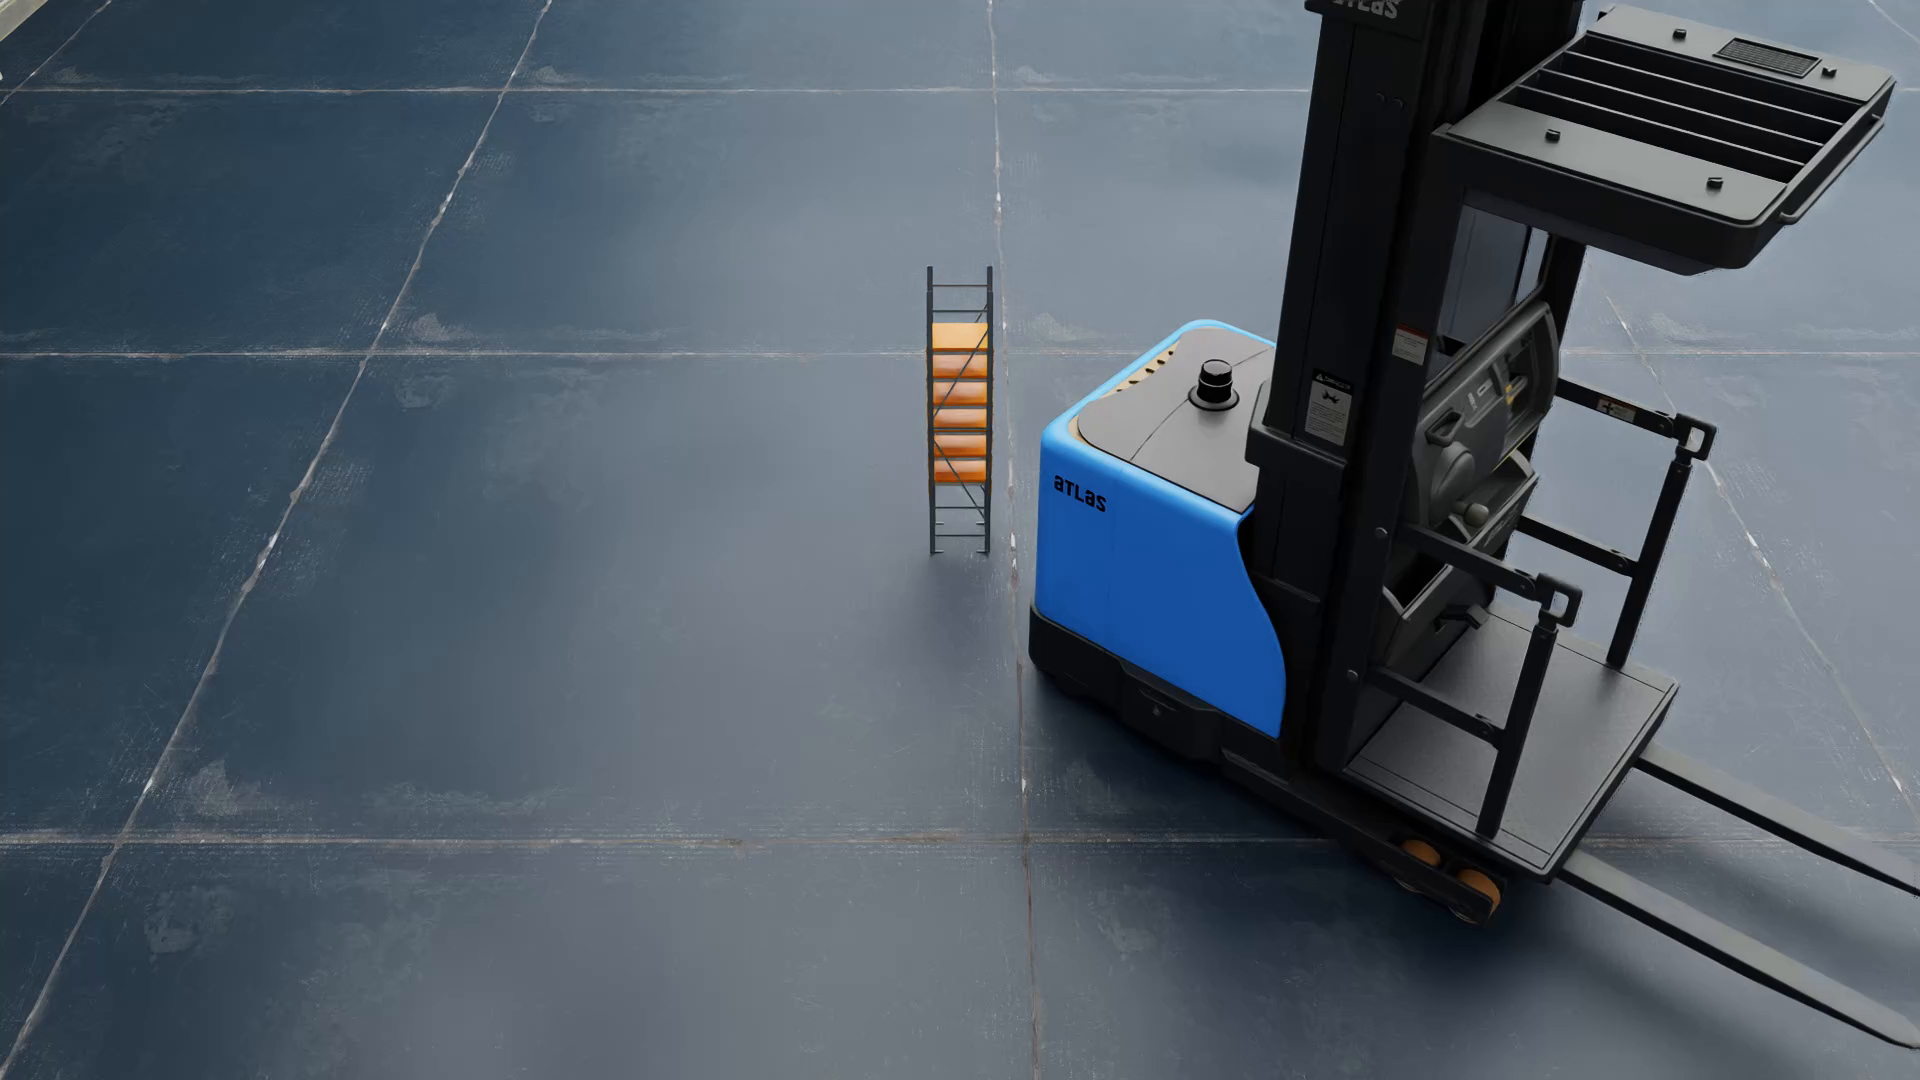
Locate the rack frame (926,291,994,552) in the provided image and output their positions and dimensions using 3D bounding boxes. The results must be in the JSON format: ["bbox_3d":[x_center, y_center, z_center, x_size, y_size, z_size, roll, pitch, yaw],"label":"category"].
[{"bbox_3d":[0.000,-0.420,6.315,0.240,1.200,0.006,0,39,0],"label":"rack frame"}]

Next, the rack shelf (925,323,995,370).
[{"bbox_3d":[0.000,-0.724,6.189,0.258,0.103,0.180,0,39,0],"label":"rack shelf"}]

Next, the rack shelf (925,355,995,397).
[{"bbox_3d":[0.000,-0.630,6.264,0.258,0.103,0.180,0,39,0],"label":"rack shelf"}]

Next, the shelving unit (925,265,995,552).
[{"bbox_3d":[0.000,-0.477,6.386,0.258,1.200,0.189,0,39,0],"label":"shelving unit"}]

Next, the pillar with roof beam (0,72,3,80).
[{"bbox_3d":[-1.798,-6.266,7.374,9.100,9.000,0.400,0,39,0],"label":"pillar with roof beam"}]

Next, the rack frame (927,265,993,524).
[{"bbox_3d":[0.000,-0.534,6.457,0.240,1.200,0.006,0,39,0],"label":"rack frame"}]

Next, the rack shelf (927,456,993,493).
[{"bbox_3d":[0.000,-0.255,6.564,0.258,0.103,0.180,0,39,0],"label":"rack shelf"}]

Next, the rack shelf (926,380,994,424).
[{"bbox_3d":[0.000,-0.536,6.339,0.258,0.103,0.180,0,39,0],"label":"rack shelf"}]

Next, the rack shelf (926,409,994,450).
[{"bbox_3d":[0.000,-0.443,6.414,0.258,0.103,0.180,0,39,0],"label":"rack shelf"}]

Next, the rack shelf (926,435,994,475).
[{"bbox_3d":[0.000,-0.349,6.489,0.258,0.103,0.180,0,39,0],"label":"rack shelf"}]

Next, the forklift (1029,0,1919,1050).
[{"bbox_3d":[1.711,-0.315,4.800,3.031,2.935,1.130,27,46,30],"label":"forklift"}]
